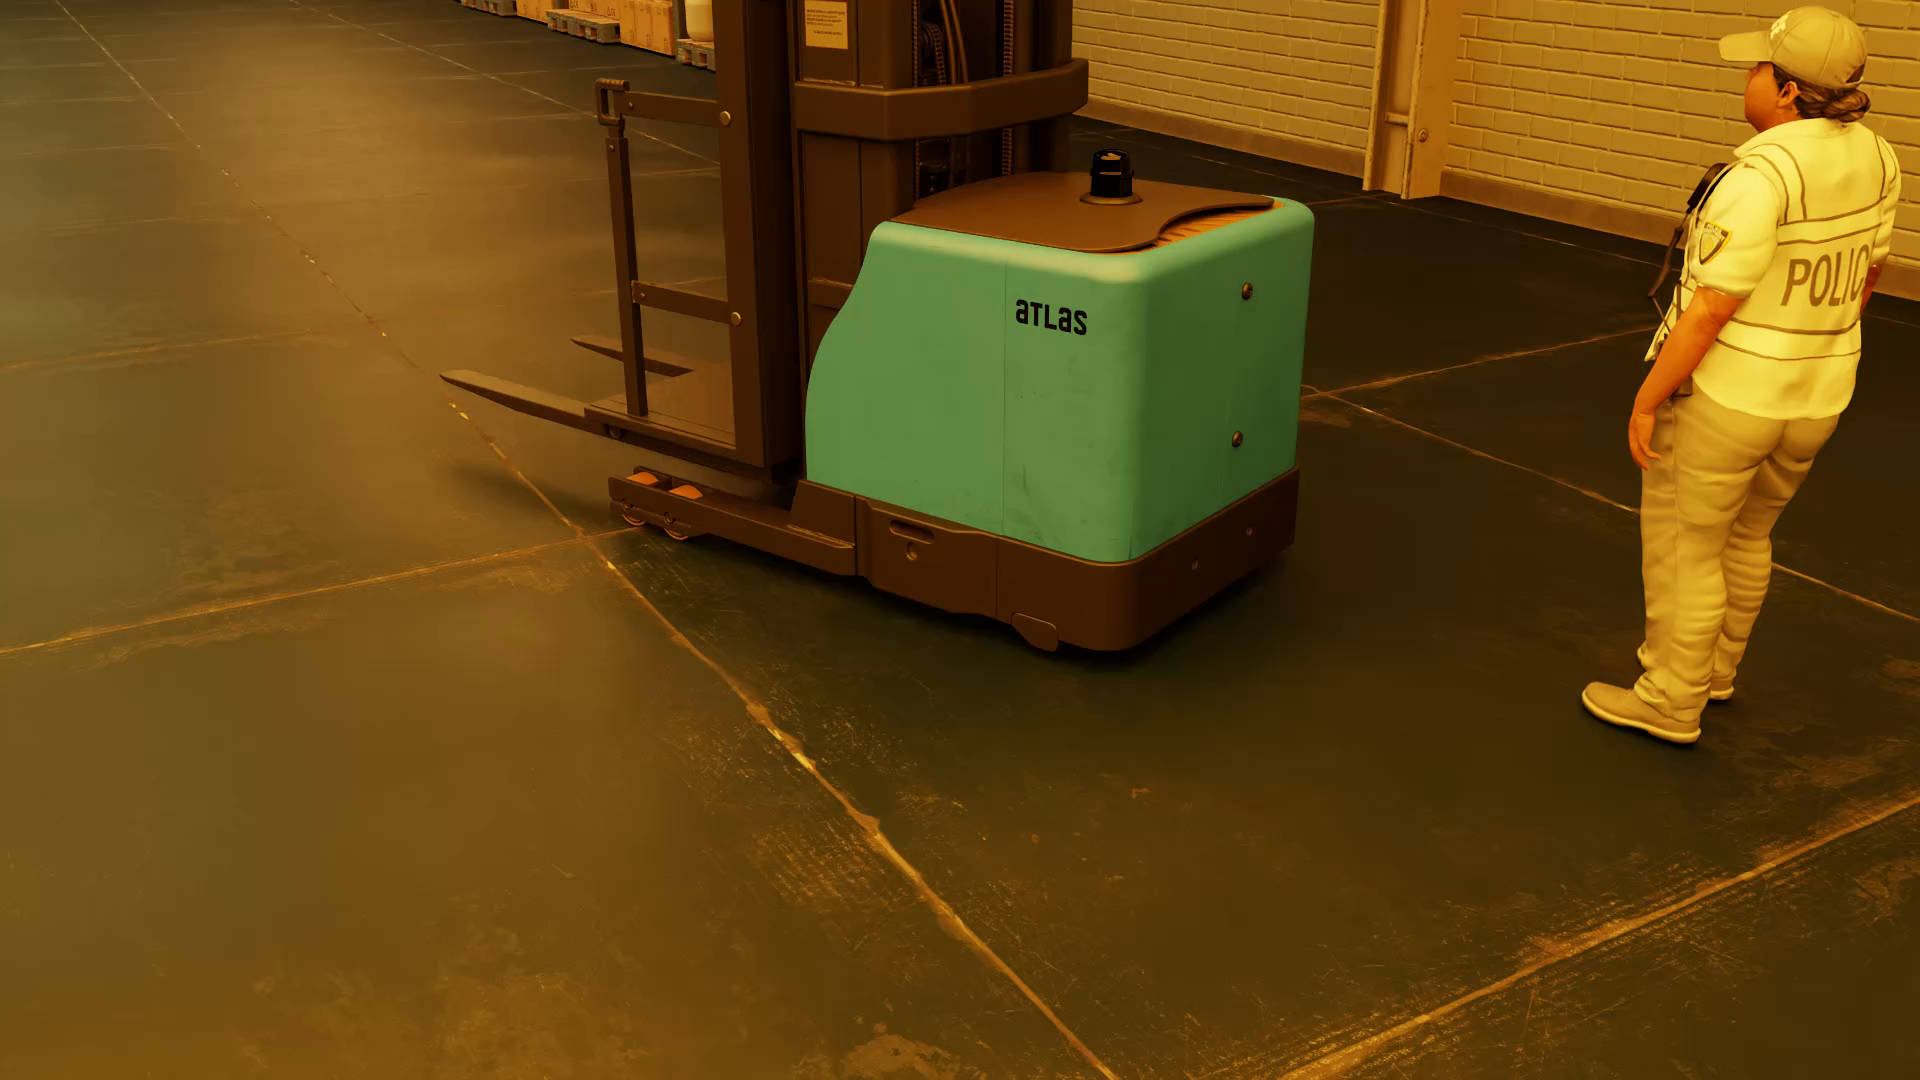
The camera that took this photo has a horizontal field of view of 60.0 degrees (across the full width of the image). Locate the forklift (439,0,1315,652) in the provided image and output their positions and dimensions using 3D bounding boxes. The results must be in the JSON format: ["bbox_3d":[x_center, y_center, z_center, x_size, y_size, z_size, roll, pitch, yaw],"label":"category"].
[{"bbox_3d":[-0.481,-1.497,4.922,3.031,2.935,1.130,16,27,34],"label":"forklift"}]

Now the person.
[{"bbox_3d":[1.706,-0.339,3.747,0.601,1.669,0.528,-11,25,-26],"label":"person"}]
